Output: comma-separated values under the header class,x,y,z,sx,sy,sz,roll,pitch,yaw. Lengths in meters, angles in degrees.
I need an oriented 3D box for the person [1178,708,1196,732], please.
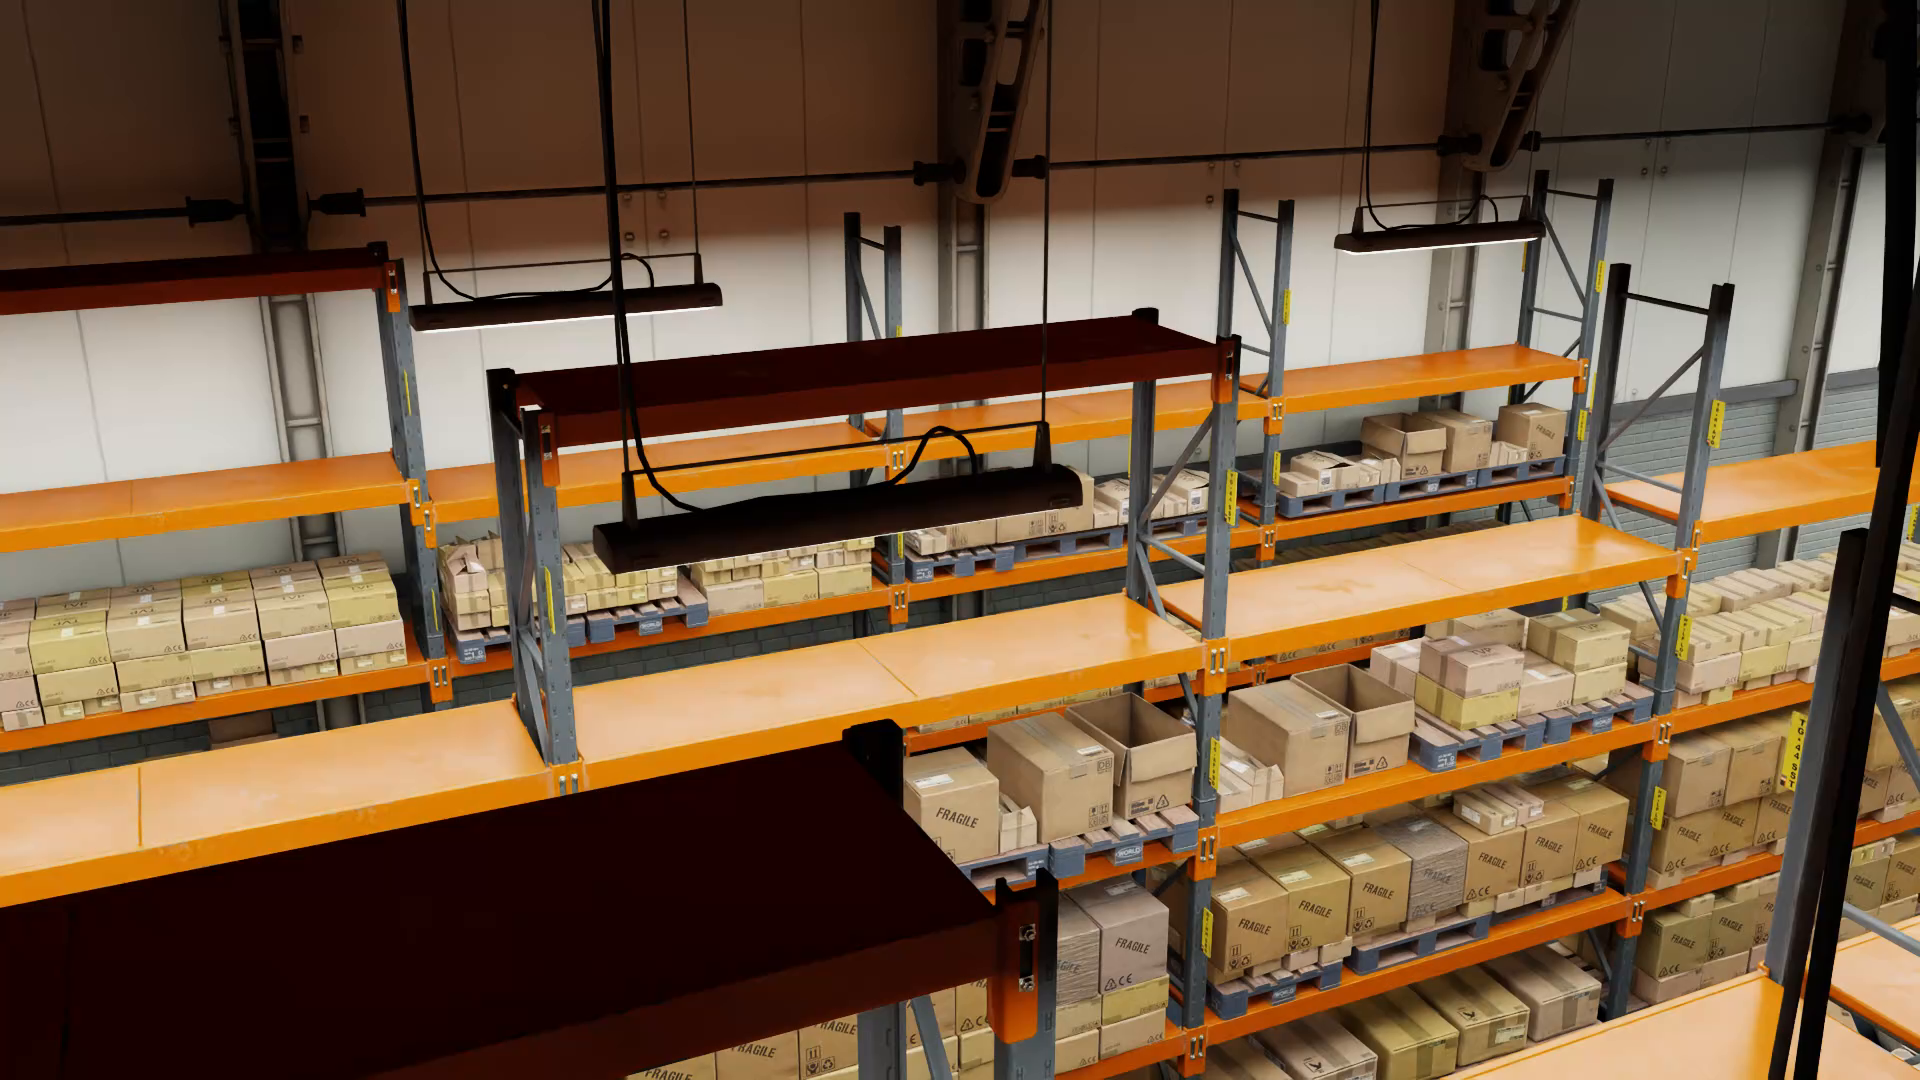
class,x,y,z,sx,sy,sz,roll,pitch,yaw
person,2.130,2.347,15.347,0.592,1.737,0.520,-13,23,-35
